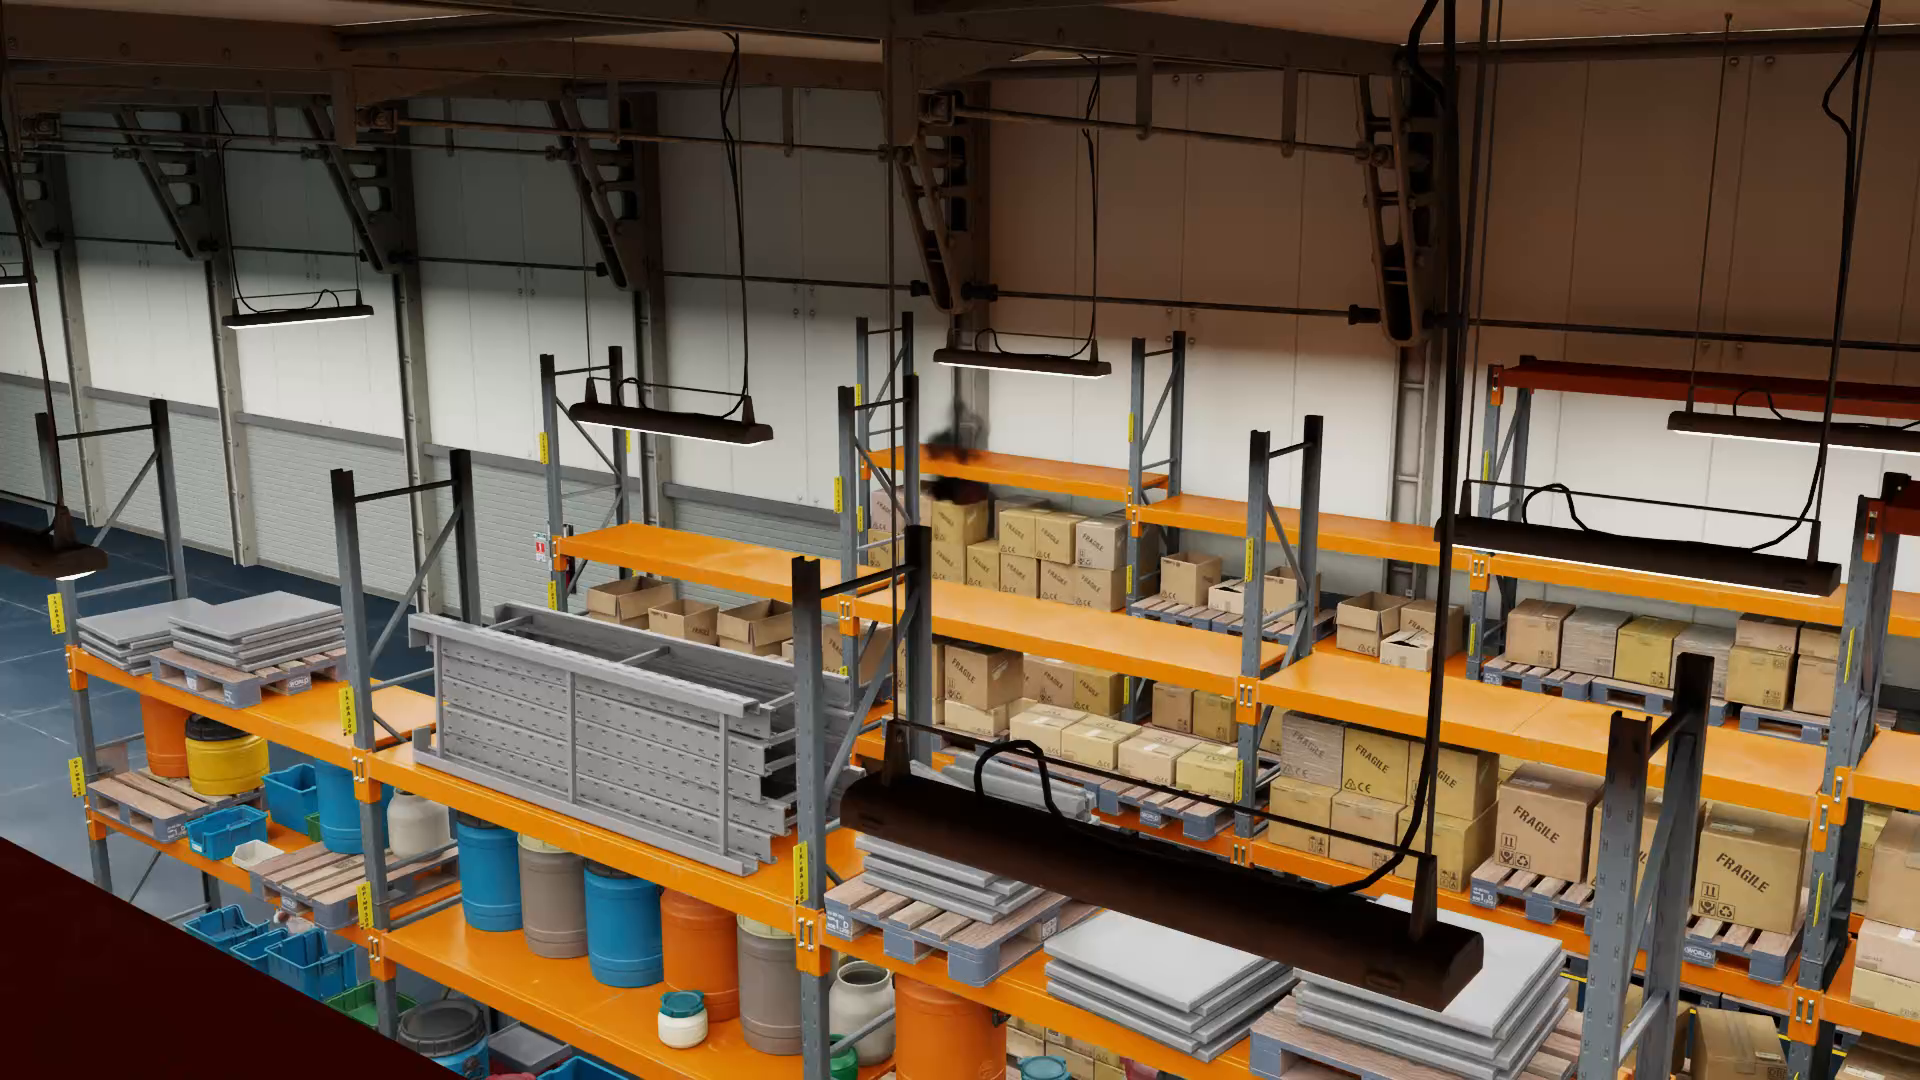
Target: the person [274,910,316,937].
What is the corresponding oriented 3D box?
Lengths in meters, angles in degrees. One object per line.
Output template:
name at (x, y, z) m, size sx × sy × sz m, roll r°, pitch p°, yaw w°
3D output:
person at (-6.099, 3.654, 15.613) m, size 0.929 × 1.795 × 0.678 m, roll 4°, pitch 14°, yaw 18°
